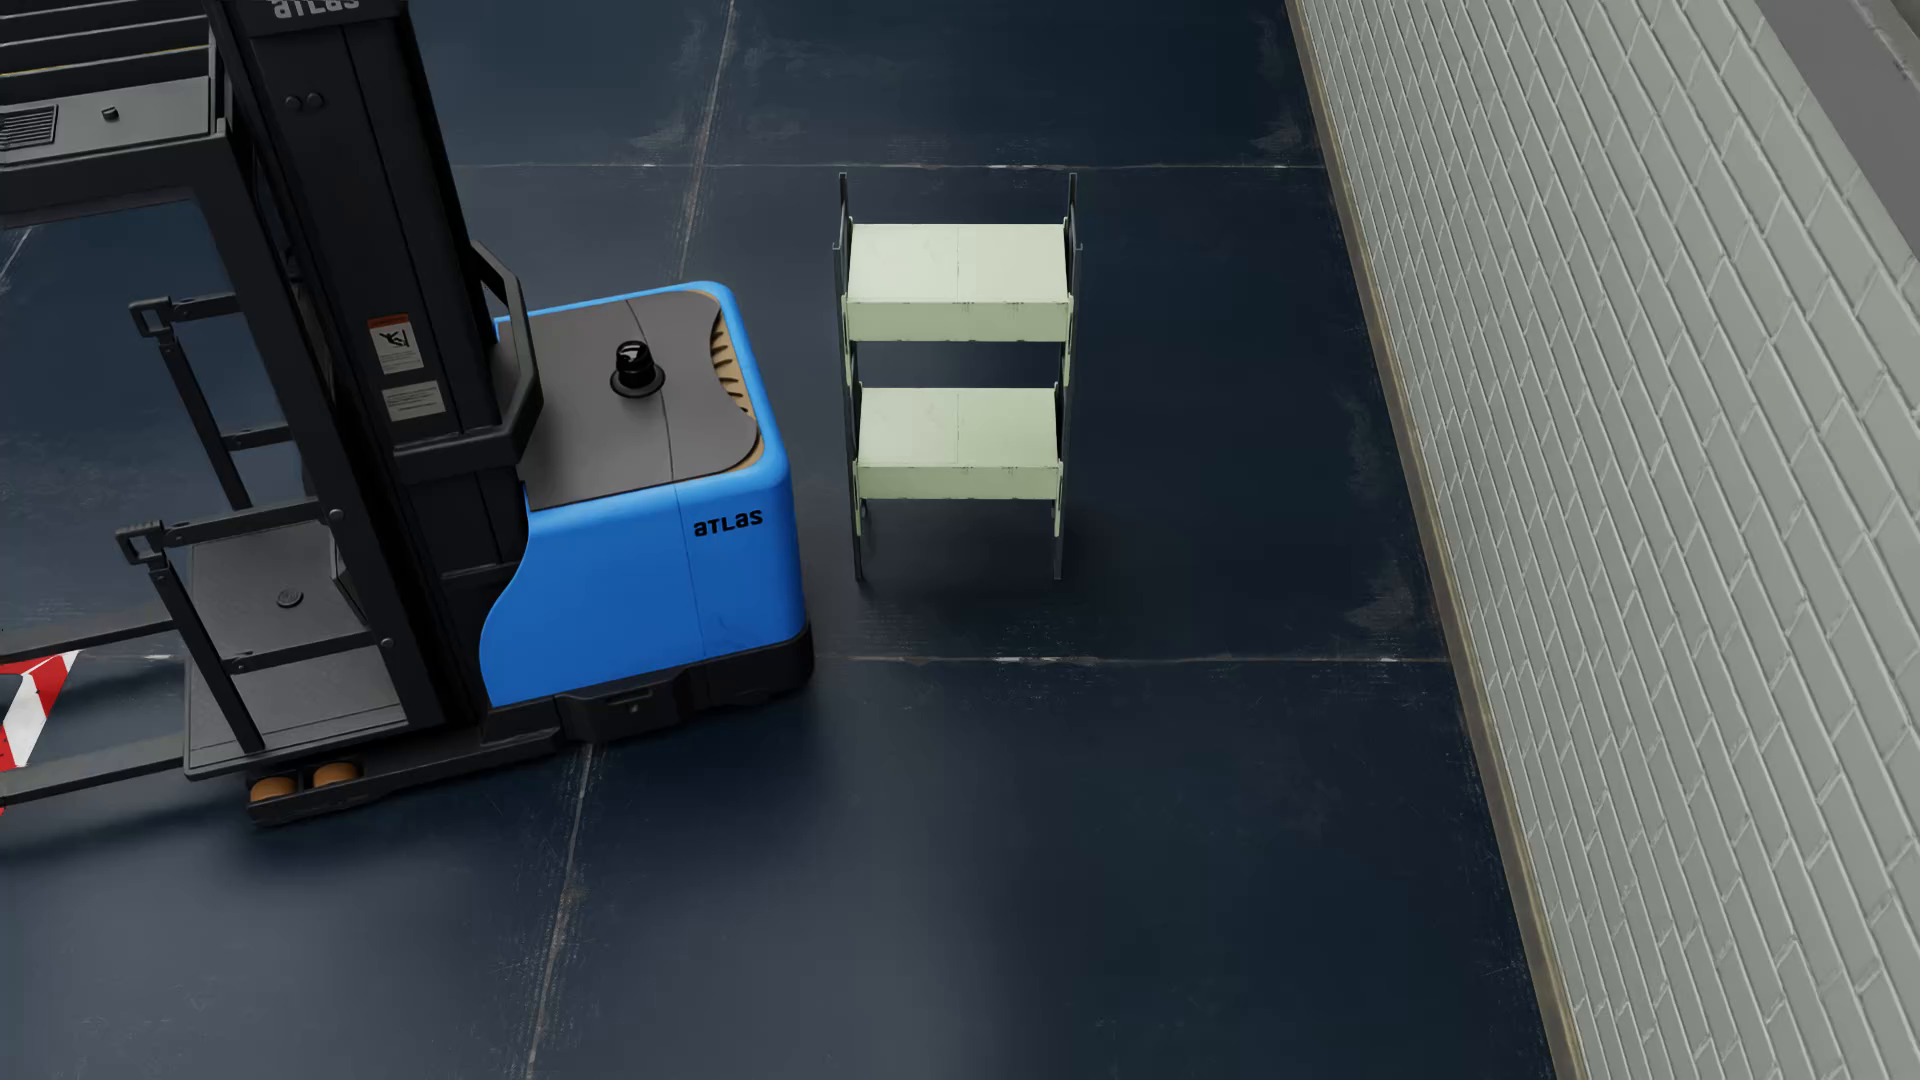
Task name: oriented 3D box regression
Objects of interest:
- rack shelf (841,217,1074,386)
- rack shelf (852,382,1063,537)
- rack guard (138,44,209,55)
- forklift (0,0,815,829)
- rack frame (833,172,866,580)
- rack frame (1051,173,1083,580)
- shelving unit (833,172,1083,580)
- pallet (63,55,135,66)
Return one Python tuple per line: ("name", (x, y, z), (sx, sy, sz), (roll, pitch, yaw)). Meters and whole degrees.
("rack shelf", (-0.007, -0.777, 5.415), (0.720, 0.370, 0.431), (0, 47, 0))
("rack shelf", (-0.007, -0.289, 5.940), (0.720, 0.370, 0.431), (0, 47, 0))
("rack guard", (-3.997, -2.959, 8.663), (0.348, 0.500, 1.175), (0, 47, 0))
("forklift", (-2.078, -0.511, 4.724), (3.031, 2.935, 1.130), (-12, 48, -11))
("rack frame", (-0.373, -0.512, 5.702), (0.023, 1.500, 0.400), (0, 47, 0))
("rack frame", (0.359, -0.510, 5.700), (0.023, 1.500, 0.400), (0, 47, 0))
("shelving unit", (-0.007, -0.511, 5.701), (0.755, 1.500, 0.431), (0, 47, 0))
("pallet", (-4.794, -2.862, 8.770), (1.213, 0.211, 1.003), (0, 47, 0))
